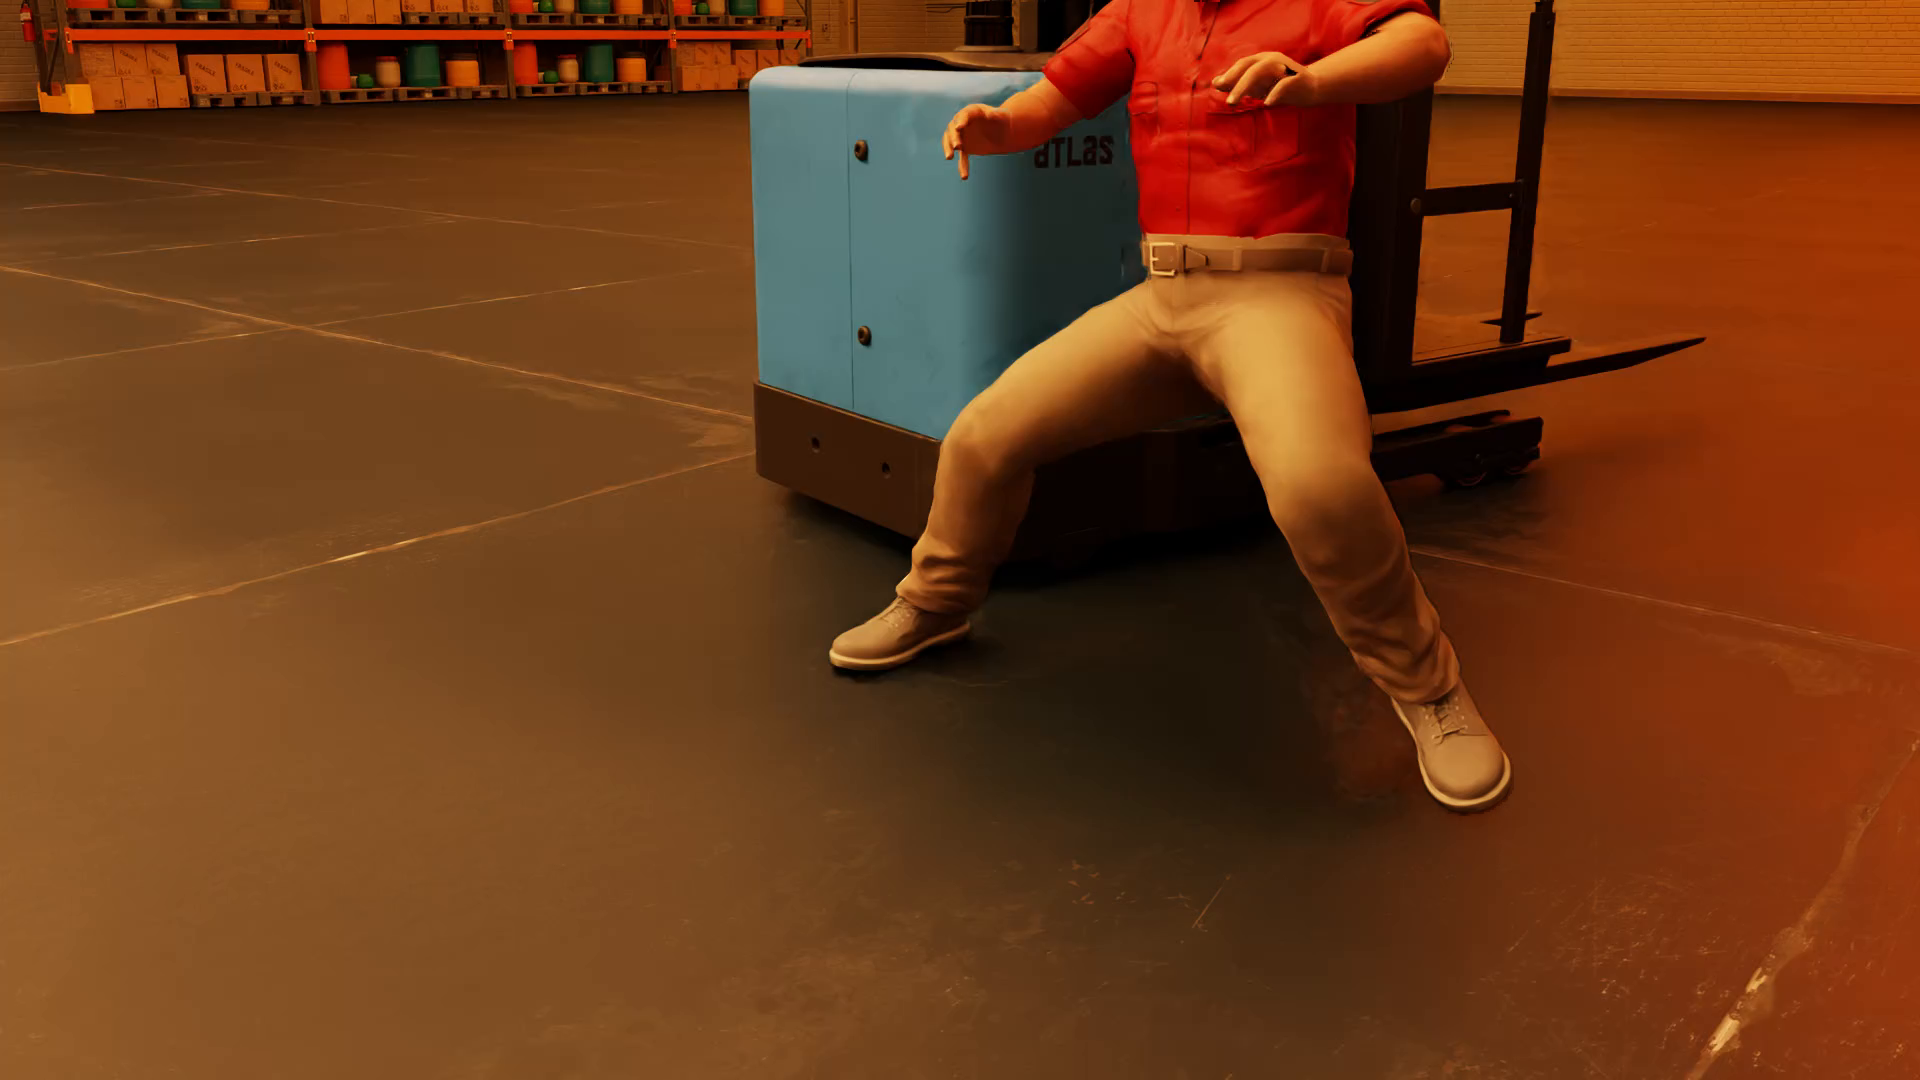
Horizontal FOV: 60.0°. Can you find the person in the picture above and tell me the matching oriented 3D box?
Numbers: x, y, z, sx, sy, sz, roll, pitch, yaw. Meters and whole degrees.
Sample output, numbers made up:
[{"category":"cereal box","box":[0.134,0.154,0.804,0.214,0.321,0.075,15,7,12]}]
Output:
[{"category":"person","box":[0.344,-0.401,2.682,0.672,1.491,1.214,-12,21,-35]}]

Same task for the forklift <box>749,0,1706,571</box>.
[{"category":"forklift","box":[0.966,-1.655,4.347,3.031,2.935,1.130,-12,21,-34]}]
